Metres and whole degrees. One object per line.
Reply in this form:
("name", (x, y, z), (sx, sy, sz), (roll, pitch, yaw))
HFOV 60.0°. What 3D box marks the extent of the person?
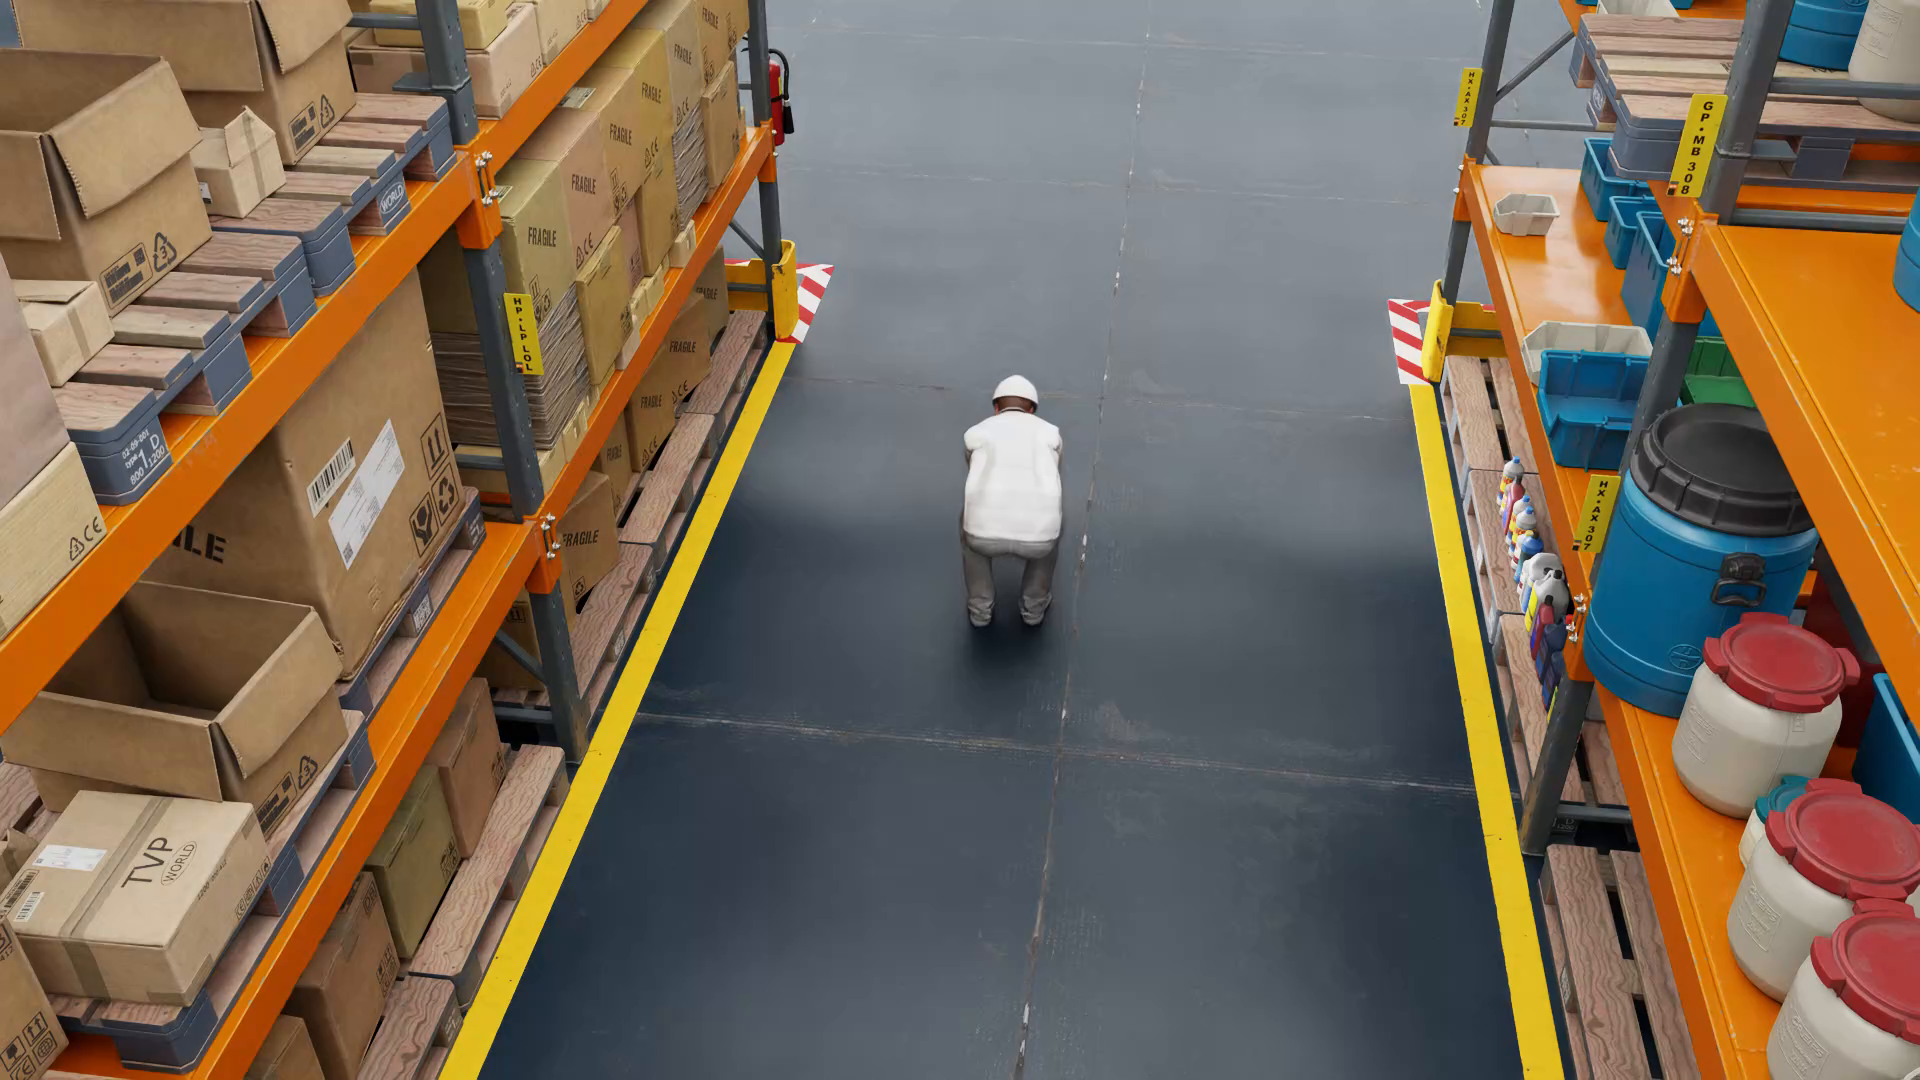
("person", (0.247, -0.146, 7.893), (0.513, 0.987, 0.975), (3, 36, 4))
